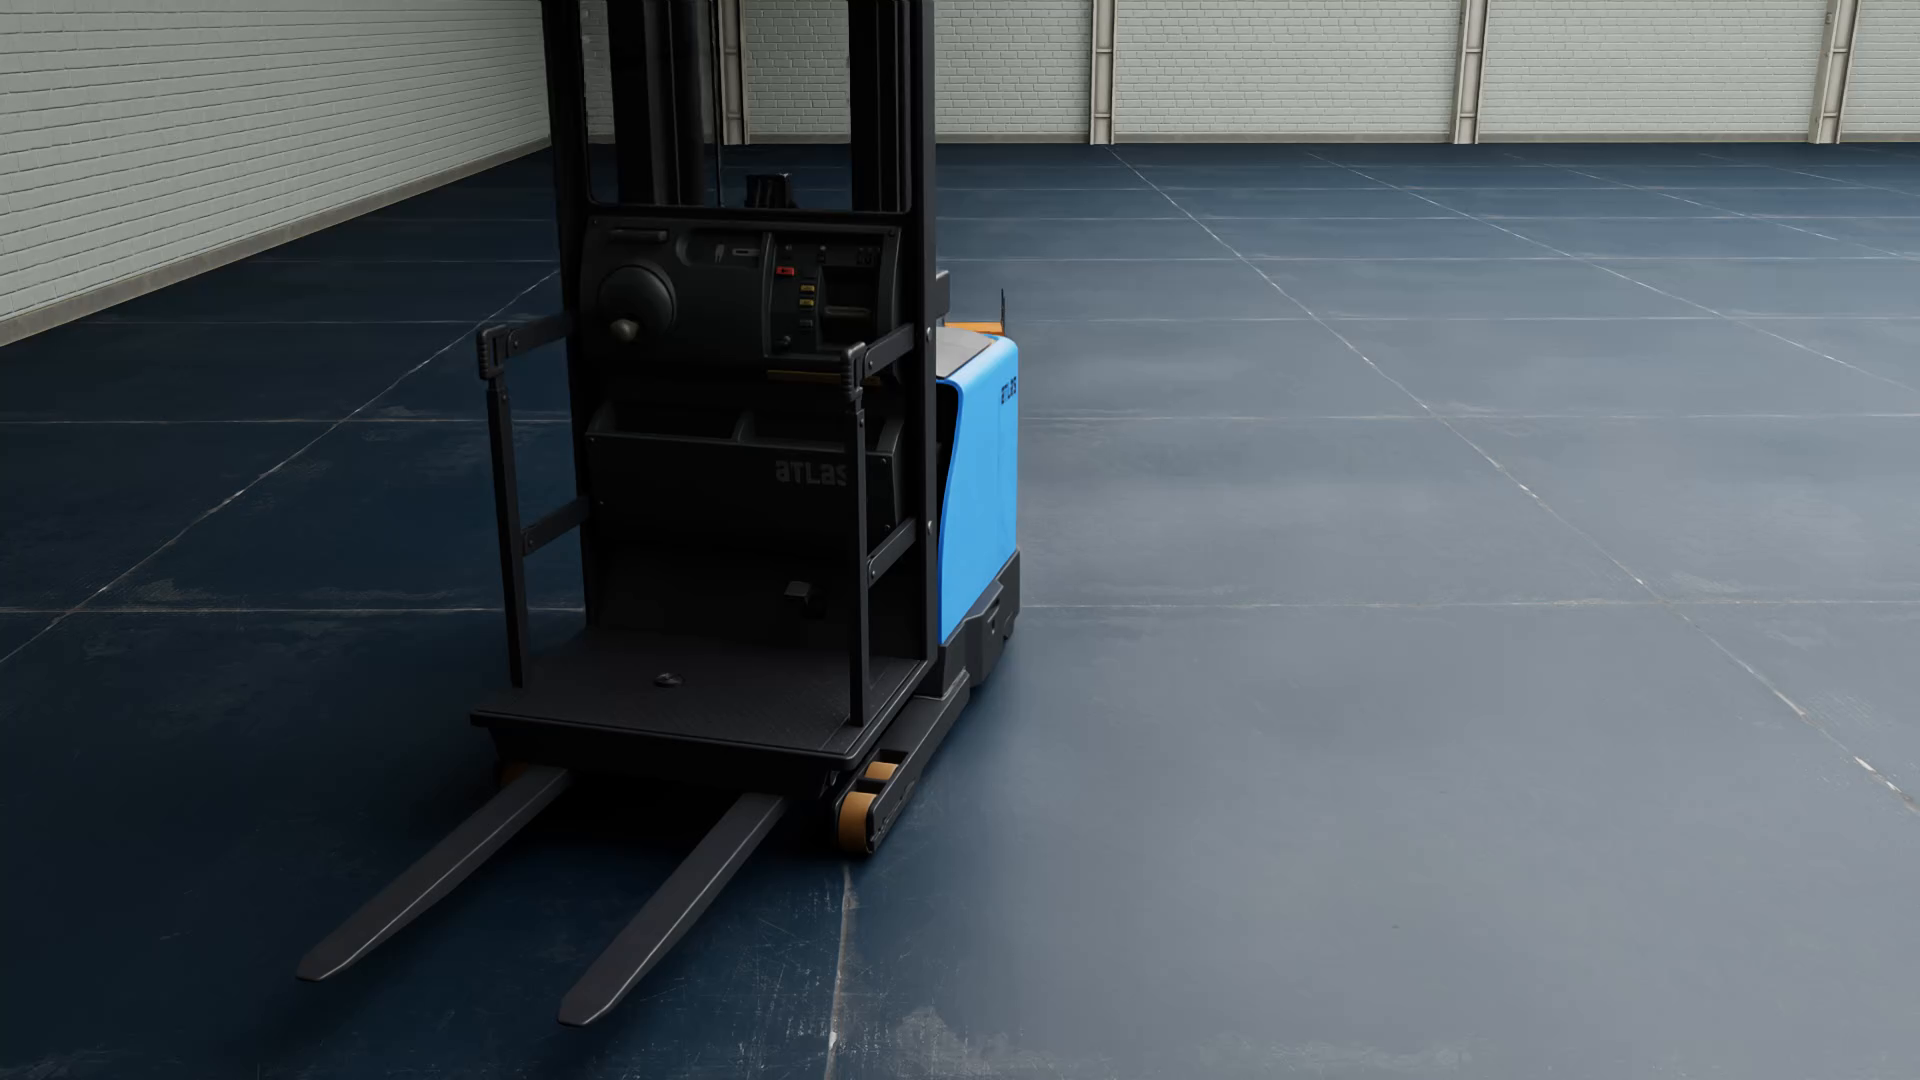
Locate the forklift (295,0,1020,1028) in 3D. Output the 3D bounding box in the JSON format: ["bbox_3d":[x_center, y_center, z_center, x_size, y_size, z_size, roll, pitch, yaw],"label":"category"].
[{"bbox_3d":[-0.669,-0.690,4.400,1.130,2.935,3.031,5,18,15],"label":"forklift"}]

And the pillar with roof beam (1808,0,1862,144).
[{"bbox_3d":[14.395,-9.565,22.133,0.400,9.000,9.100,0,18,-1],"label":"pillar with roof beam"}]

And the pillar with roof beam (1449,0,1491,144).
[{"bbox_3d":[8.396,-9.536,22.043,0.400,9.000,9.100,0,18,-1],"label":"pillar with roof beam"}]

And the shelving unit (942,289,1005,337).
[{"bbox_3d":[0.053,-0.500,6.888,0.252,1.050,0.215,0,18,-1],"label":"shelving unit"}]

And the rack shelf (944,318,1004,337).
[{"bbox_3d":[0.053,-0.760,6.805,0.240,0.259,0.215,0,18,-1],"label":"rack shelf"}]

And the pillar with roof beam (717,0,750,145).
[{"bbox_3d":[-3.603,-9.478,21.863,0.400,9.000,9.100,0,18,-1],"label":"pillar with roof beam"}]

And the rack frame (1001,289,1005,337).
[{"bbox_3d":[0.175,-0.501,6.890,0.008,1.050,0.200,0,18,-1],"label":"rack frame"}]

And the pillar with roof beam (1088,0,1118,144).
[{"bbox_3d":[2.396,-9.507,21.953,0.400,9.000,9.100,0,18,-1],"label":"pillar with roof beam"}]

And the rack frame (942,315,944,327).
[{"bbox_3d":[-0.068,-0.500,6.886,0.008,1.050,0.200,0,18,-1],"label":"rack frame"}]
